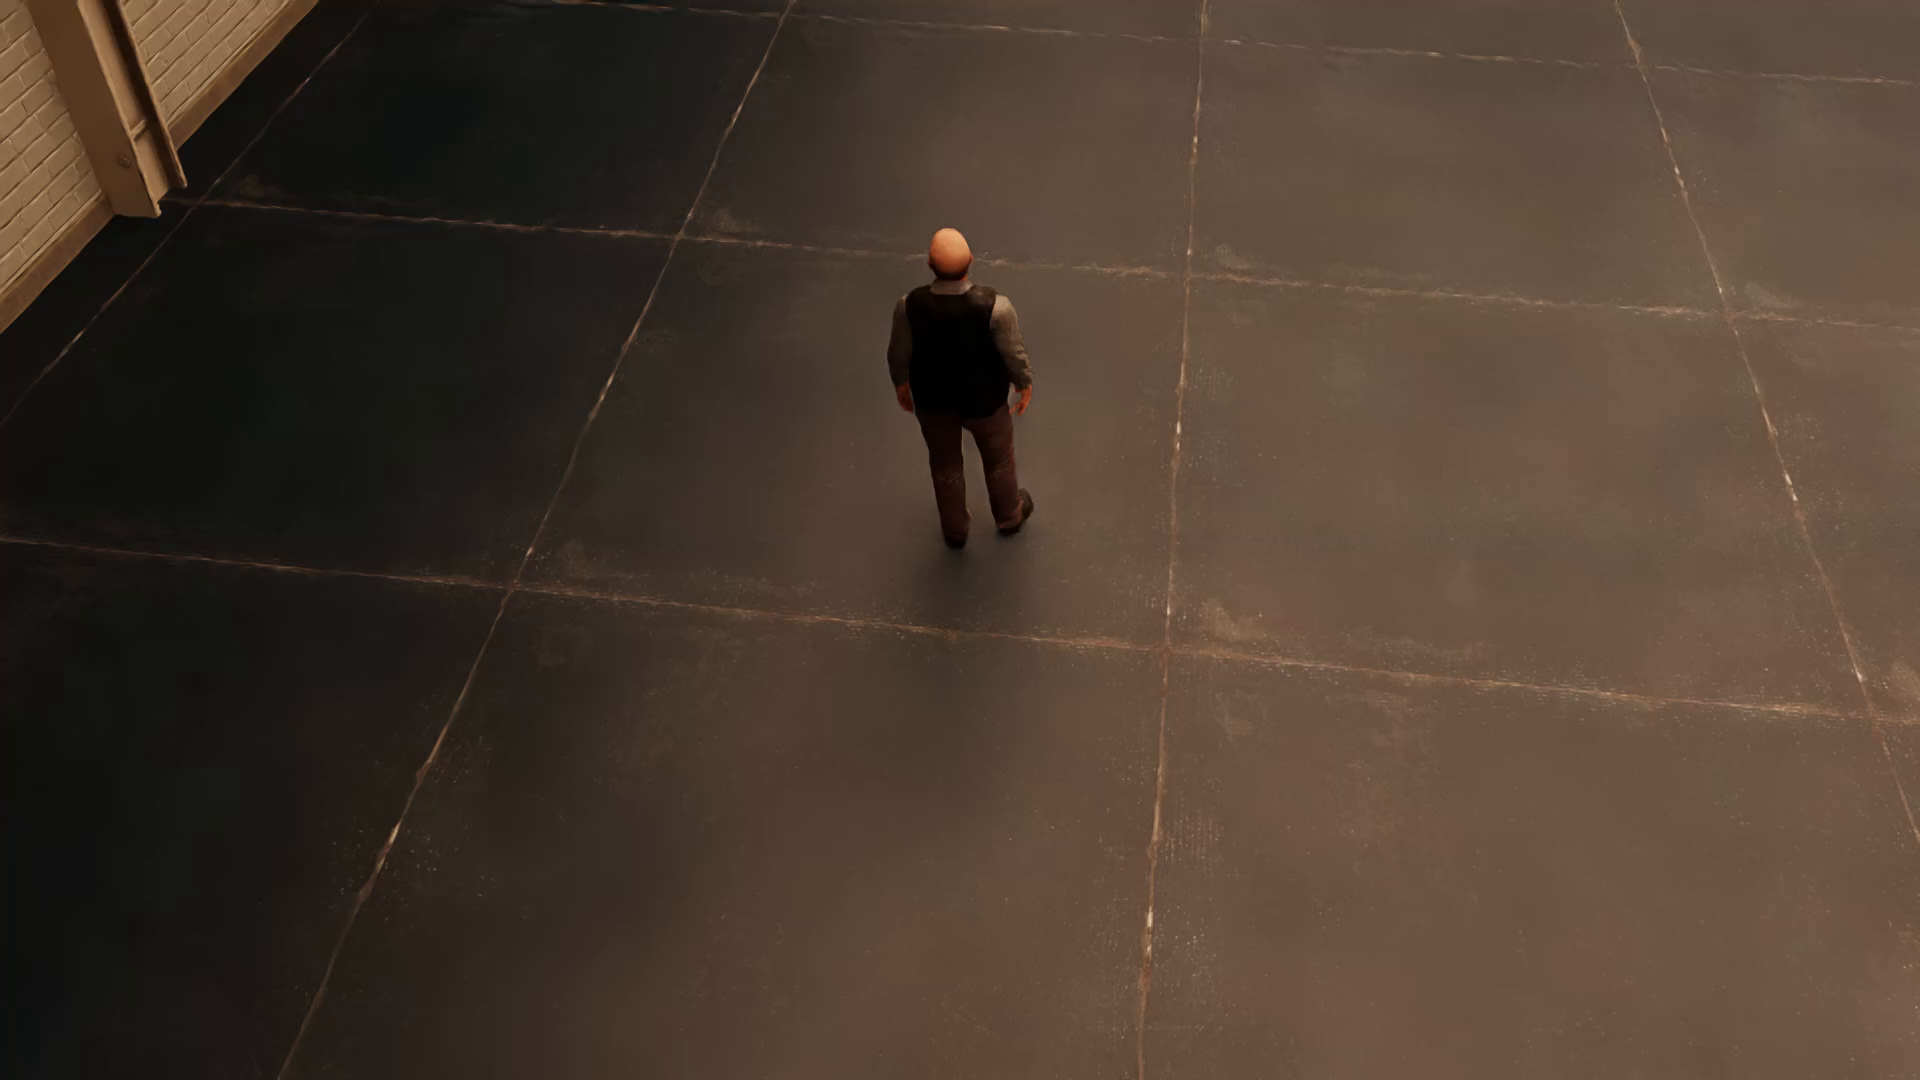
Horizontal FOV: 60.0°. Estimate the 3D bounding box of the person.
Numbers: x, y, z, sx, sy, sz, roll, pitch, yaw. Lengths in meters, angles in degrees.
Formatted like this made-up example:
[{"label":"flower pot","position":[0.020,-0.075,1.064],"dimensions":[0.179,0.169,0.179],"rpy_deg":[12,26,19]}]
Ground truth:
[{"label":"person","position":[0.017,-0.686,7.354],"dimensions":[0.632,1.720,0.551],"rpy_deg":[5,43,6]}]
